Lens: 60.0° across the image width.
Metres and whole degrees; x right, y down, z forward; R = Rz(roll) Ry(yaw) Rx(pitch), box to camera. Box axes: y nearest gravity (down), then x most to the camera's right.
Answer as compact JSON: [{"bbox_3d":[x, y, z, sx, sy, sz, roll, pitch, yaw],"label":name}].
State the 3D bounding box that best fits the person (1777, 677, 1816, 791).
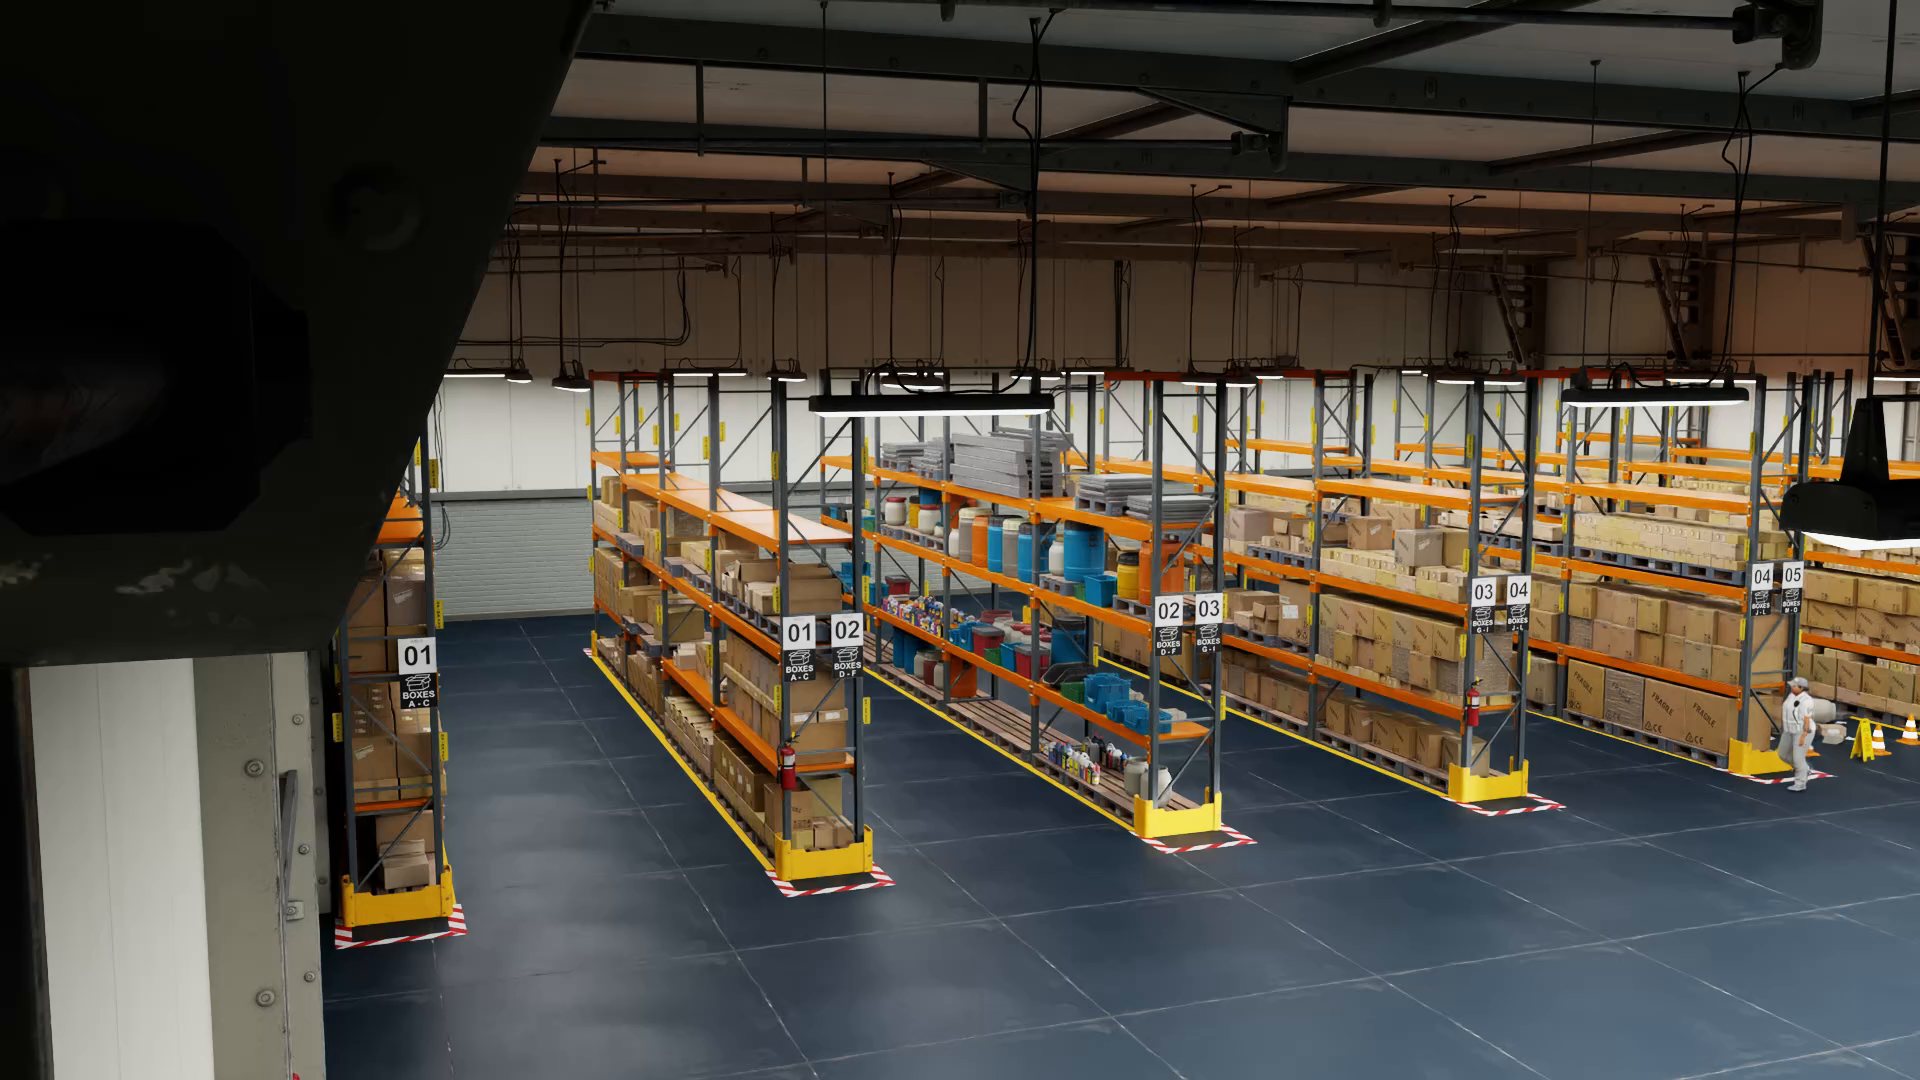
[{"bbox_3d":[12.243,2.797,24.212,0.535,1.649,0.476,-2,7,-14],"label":"person"}]
